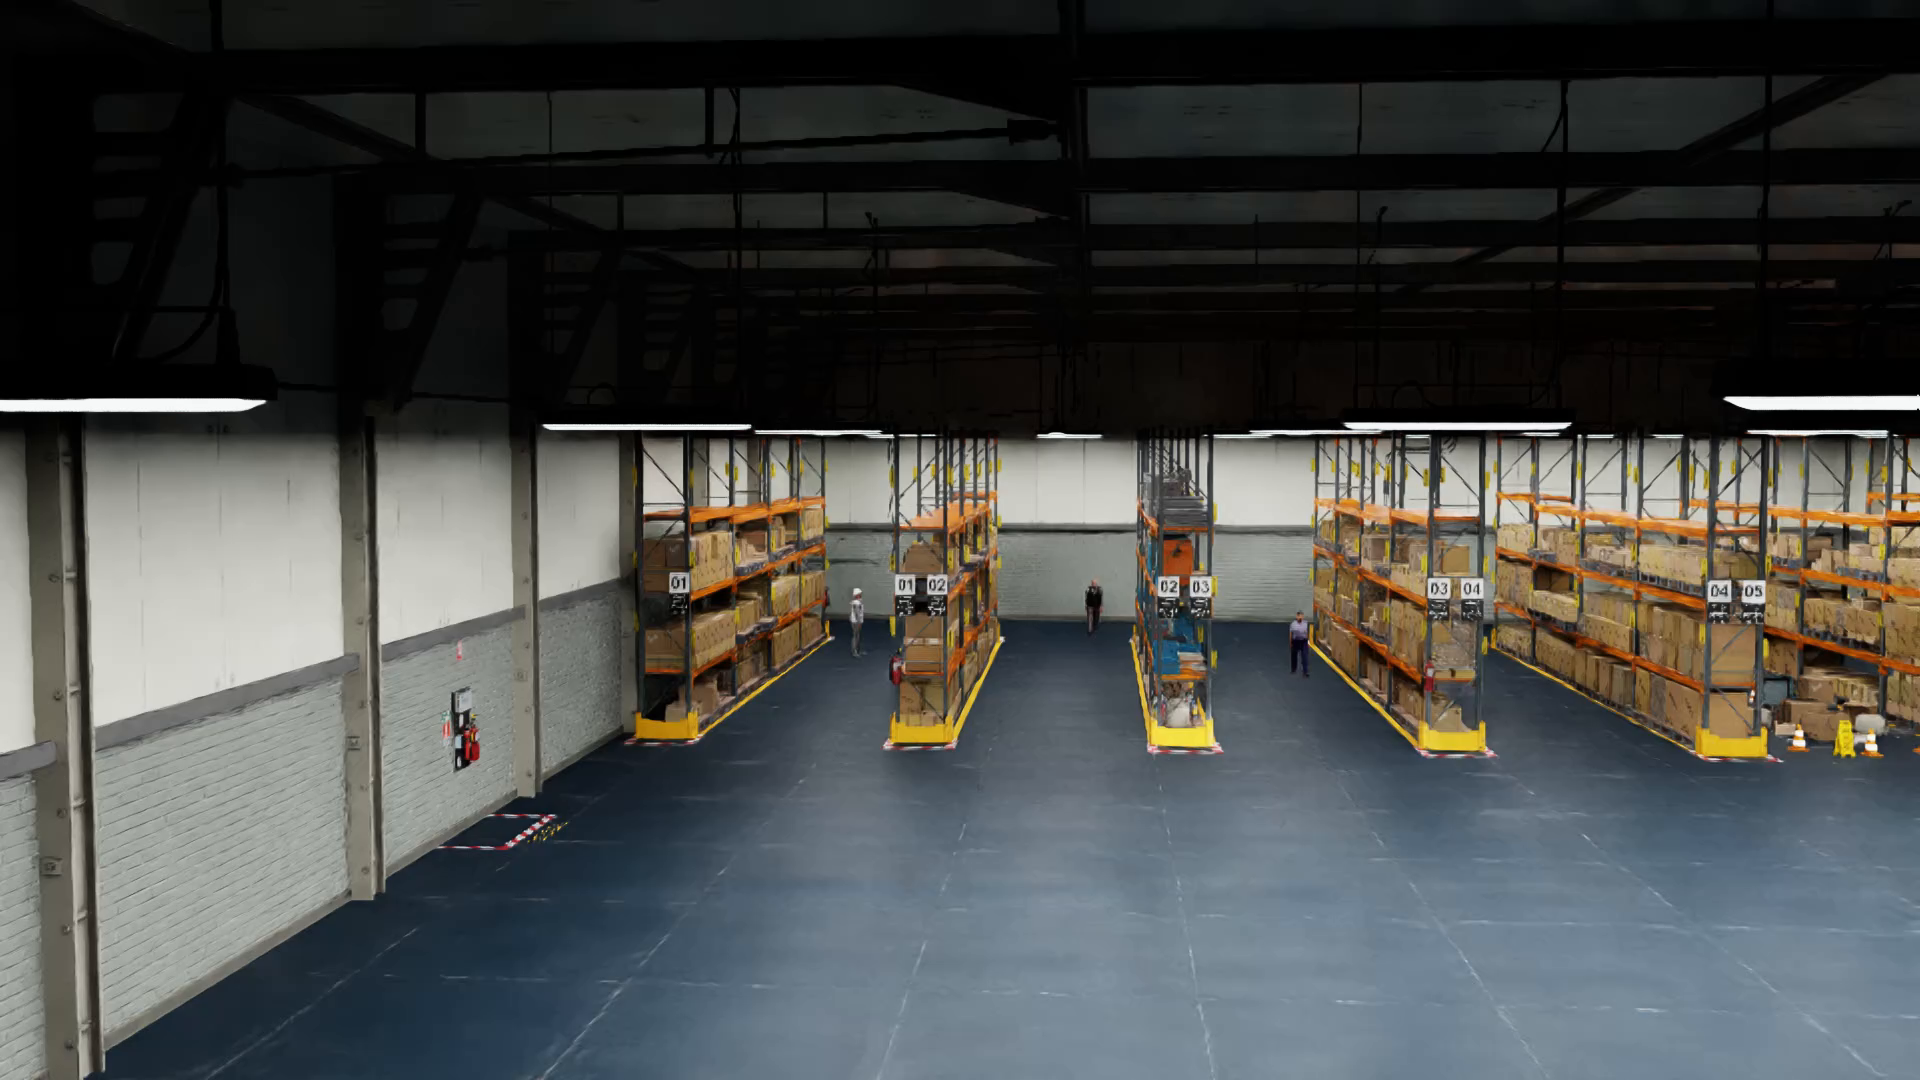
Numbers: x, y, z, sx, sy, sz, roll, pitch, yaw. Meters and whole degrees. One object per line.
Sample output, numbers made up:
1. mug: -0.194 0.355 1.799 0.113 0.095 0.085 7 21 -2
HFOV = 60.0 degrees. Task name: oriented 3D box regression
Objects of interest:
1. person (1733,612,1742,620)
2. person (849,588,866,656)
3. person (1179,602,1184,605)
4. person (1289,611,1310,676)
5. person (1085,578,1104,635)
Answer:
1. person: 18.283 2.527 39.135 0.549 1.660 0.581 2 4 27
2. person: -2.690 2.175 44.093 0.465 1.772 0.598 -1 4 -12
3. person: 6.694 1.834 50.751 0.468 1.675 0.578 -2 4 -29
4. person: 8.232 2.498 40.404 0.479 1.567 1.090 0 3 7
5. person: 3.970 1.943 49.085 0.543 1.644 1.119 0 3 2
